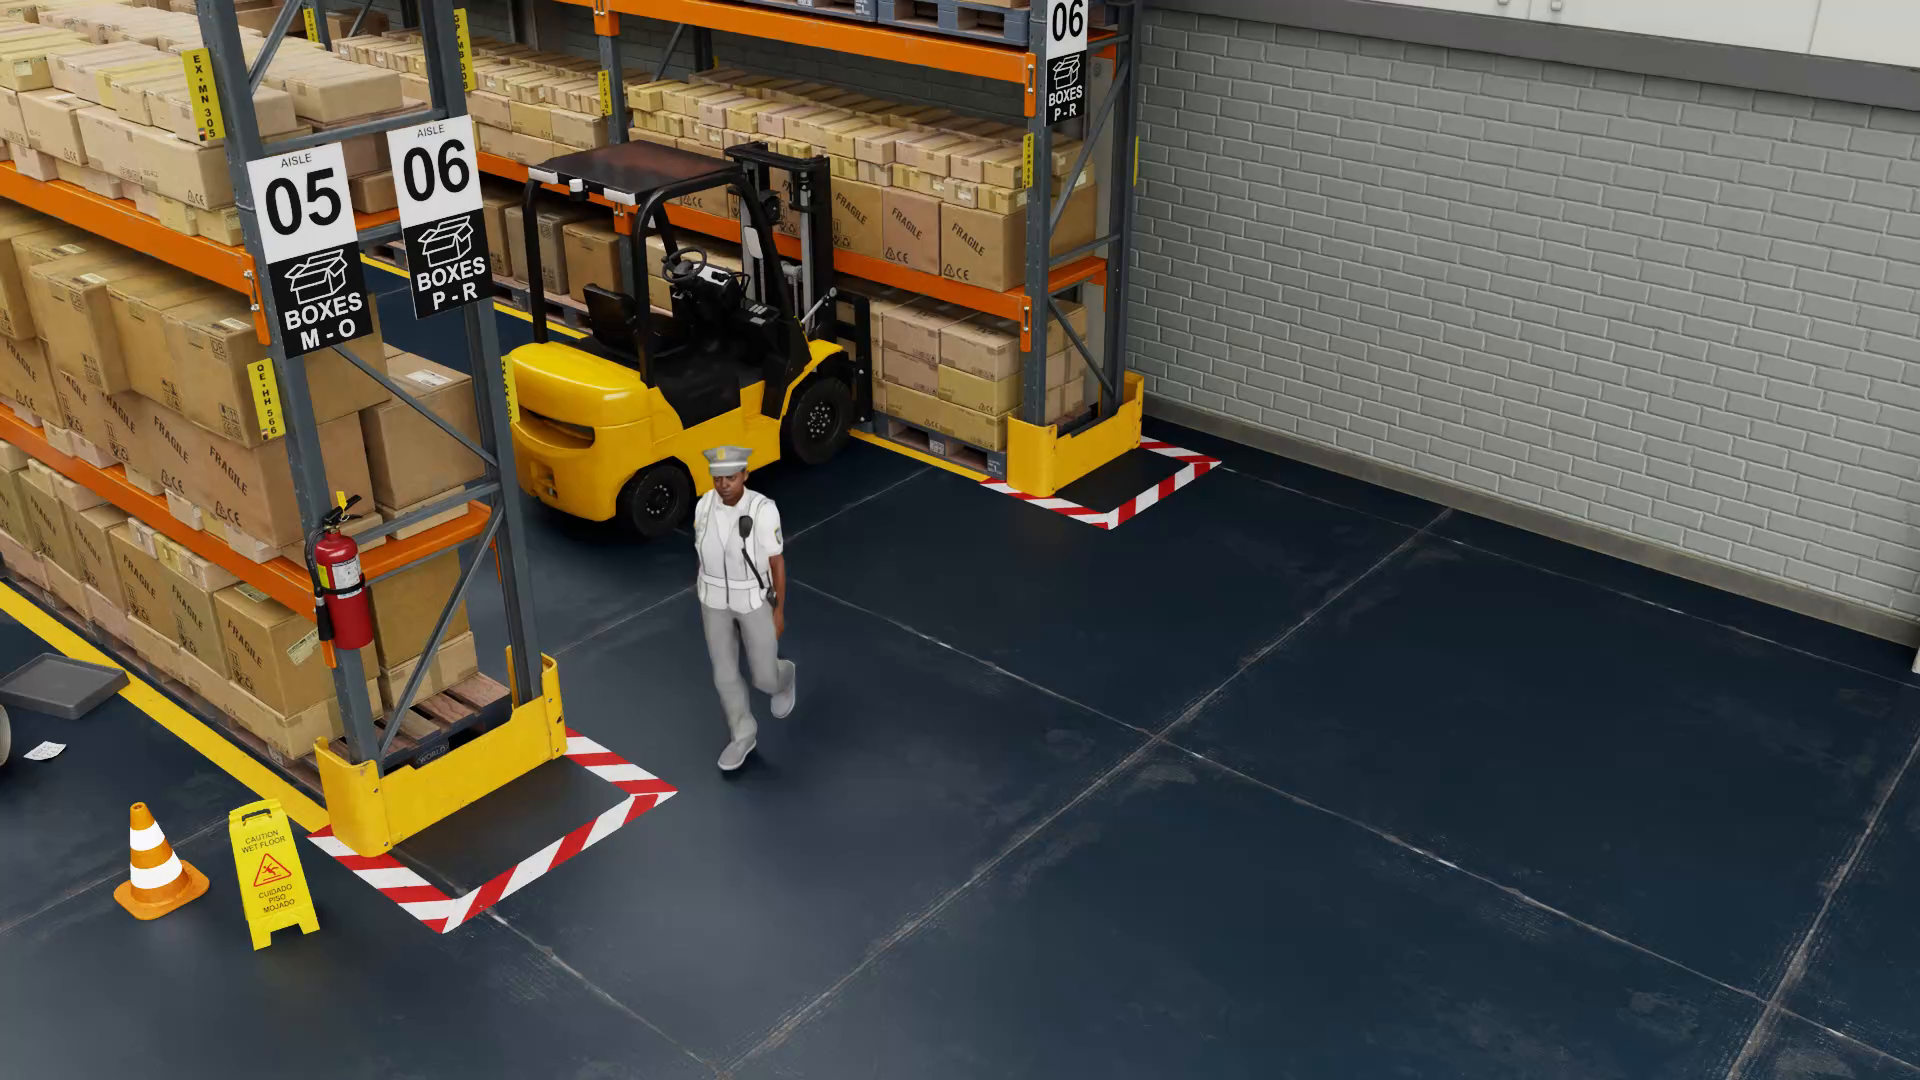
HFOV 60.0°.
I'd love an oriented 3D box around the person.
[{"bbox_3d":[-1.046,0.279,8.002,0.442,1.675,0.558,7,28,12],"label":"person"}]
